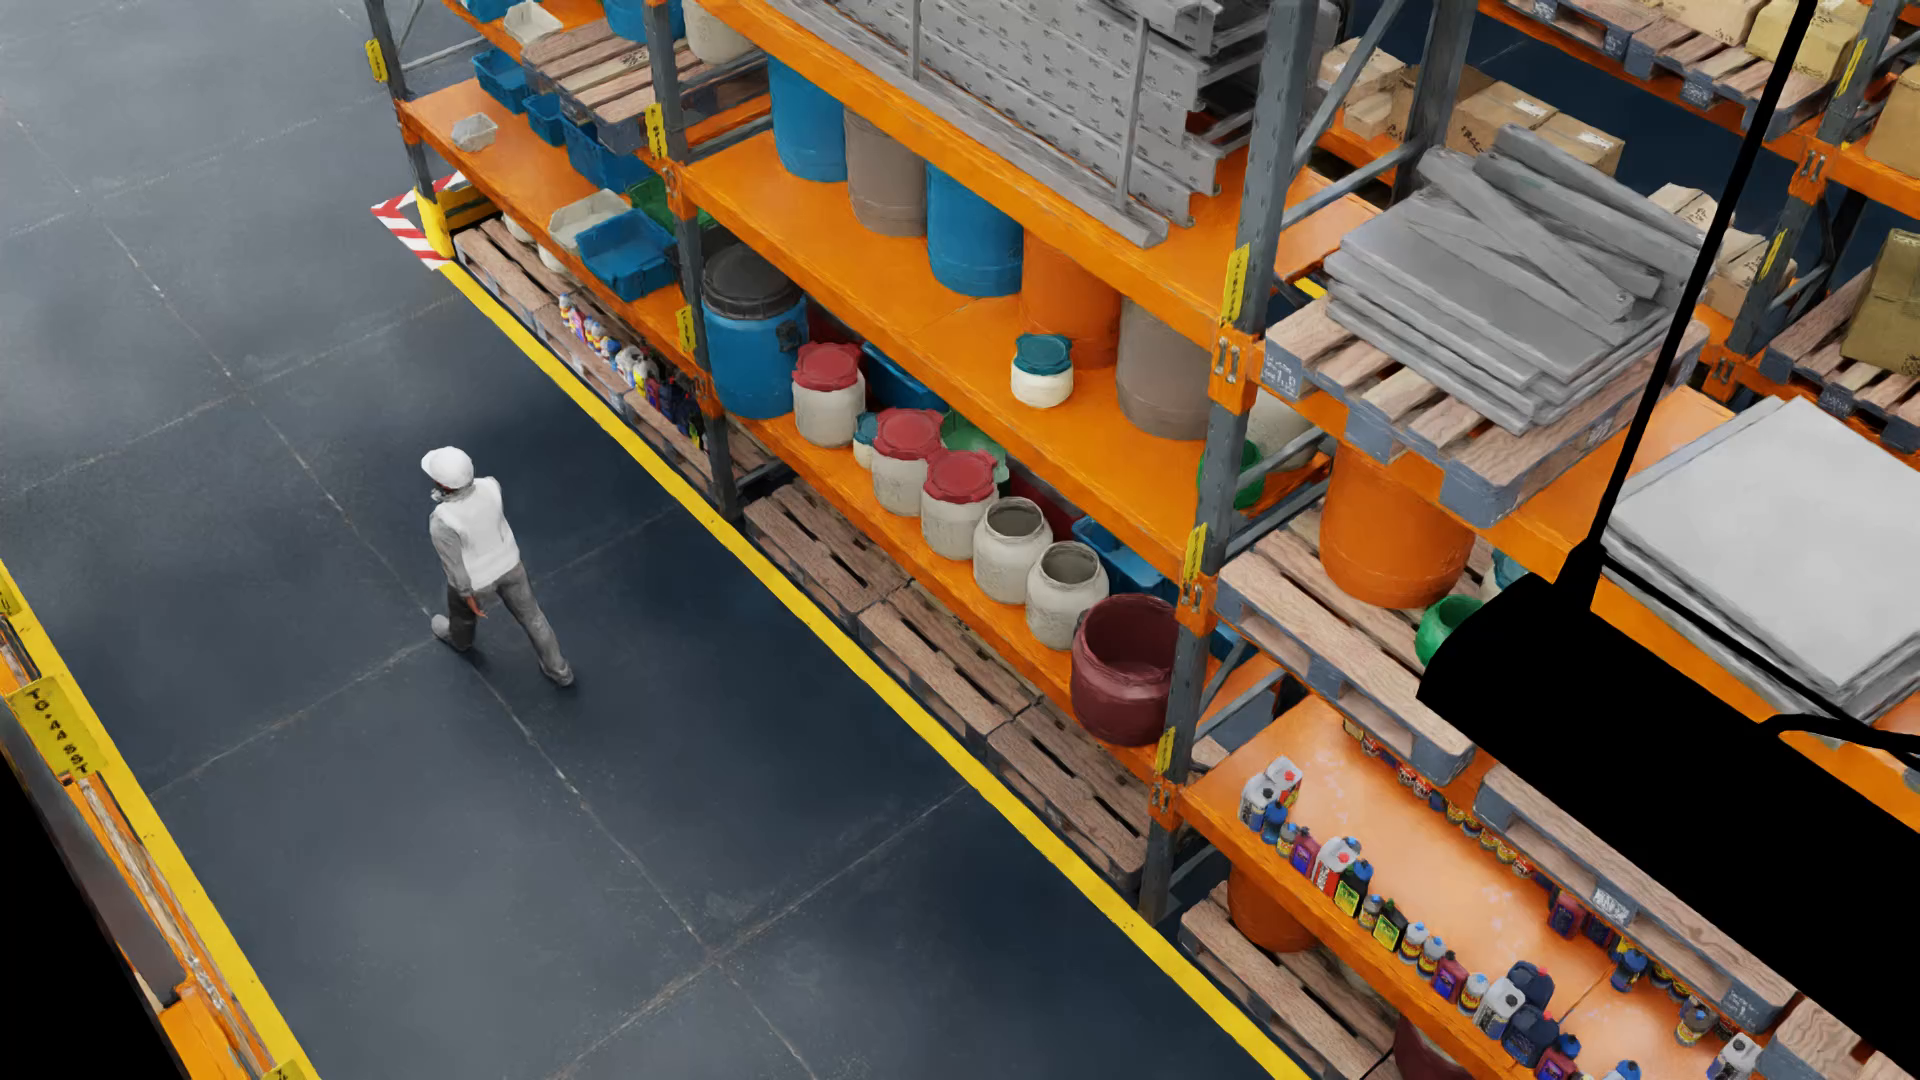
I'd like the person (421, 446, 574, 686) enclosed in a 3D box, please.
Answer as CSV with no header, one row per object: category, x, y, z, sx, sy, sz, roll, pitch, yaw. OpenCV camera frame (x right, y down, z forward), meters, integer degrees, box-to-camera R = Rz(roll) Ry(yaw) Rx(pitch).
person,-2.792,0.114,9.682,1.028,1.715,0.537,32,54,27
